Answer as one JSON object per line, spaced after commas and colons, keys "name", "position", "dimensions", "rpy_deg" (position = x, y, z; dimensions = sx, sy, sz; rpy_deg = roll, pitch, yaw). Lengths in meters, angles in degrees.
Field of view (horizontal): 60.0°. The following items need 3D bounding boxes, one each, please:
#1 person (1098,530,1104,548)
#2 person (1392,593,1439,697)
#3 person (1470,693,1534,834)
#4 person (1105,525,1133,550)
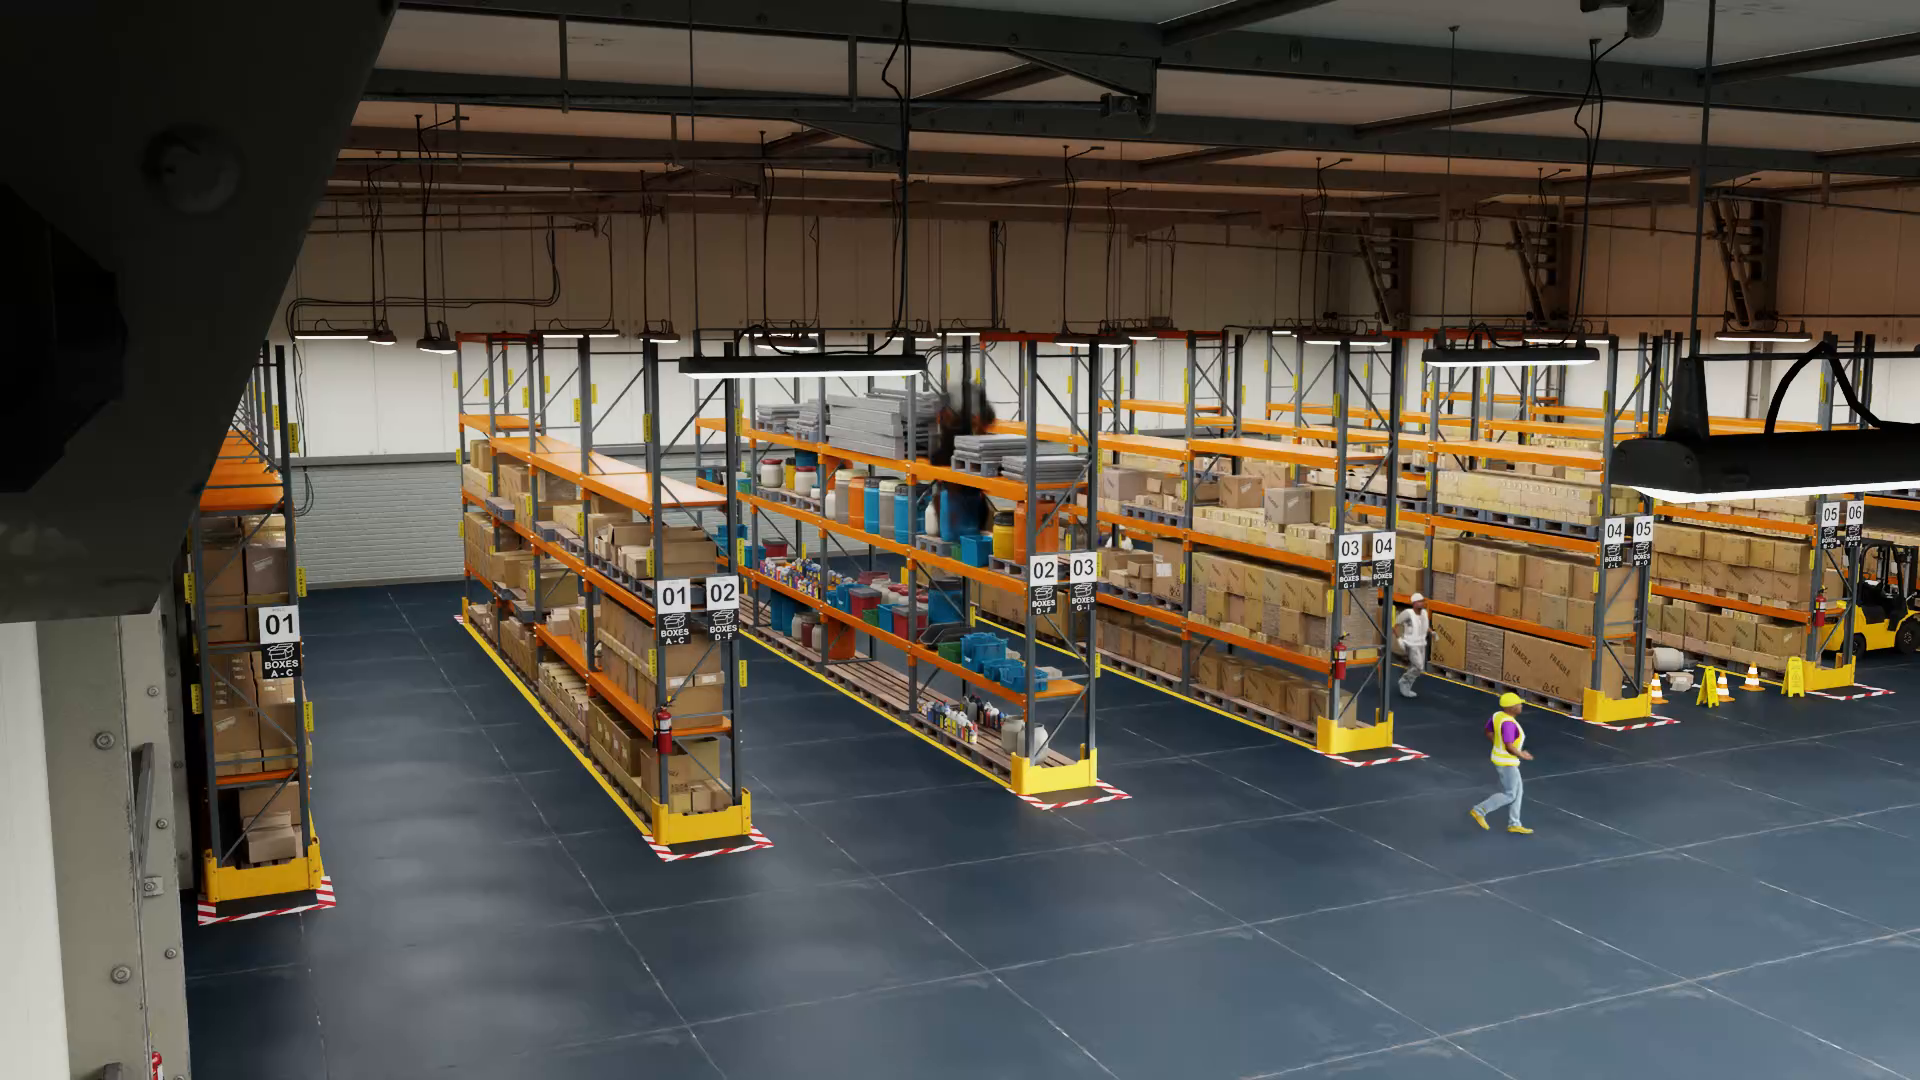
{"name": "person", "position": [3.040, 0.378, 38.164], "dimensions": [0.588, 1.699, 0.894], "rpy_deg": [-3, 8, -19]}
{"name": "person", "position": [7.591, 1.749, 27.563], "dimensions": [0.686, 1.744, 0.599], "rpy_deg": [-6, 10, -37]}
{"name": "person", "position": [6.650, 2.734, 20.353], "dimensions": [0.799, 1.766, 0.726], "rpy_deg": [1, 8, 5]}
{"name": "person", "position": [3.580, 0.512, 36.832], "dimensions": [0.676, 1.720, 0.571], "rpy_deg": [-4, 9, -25]}
